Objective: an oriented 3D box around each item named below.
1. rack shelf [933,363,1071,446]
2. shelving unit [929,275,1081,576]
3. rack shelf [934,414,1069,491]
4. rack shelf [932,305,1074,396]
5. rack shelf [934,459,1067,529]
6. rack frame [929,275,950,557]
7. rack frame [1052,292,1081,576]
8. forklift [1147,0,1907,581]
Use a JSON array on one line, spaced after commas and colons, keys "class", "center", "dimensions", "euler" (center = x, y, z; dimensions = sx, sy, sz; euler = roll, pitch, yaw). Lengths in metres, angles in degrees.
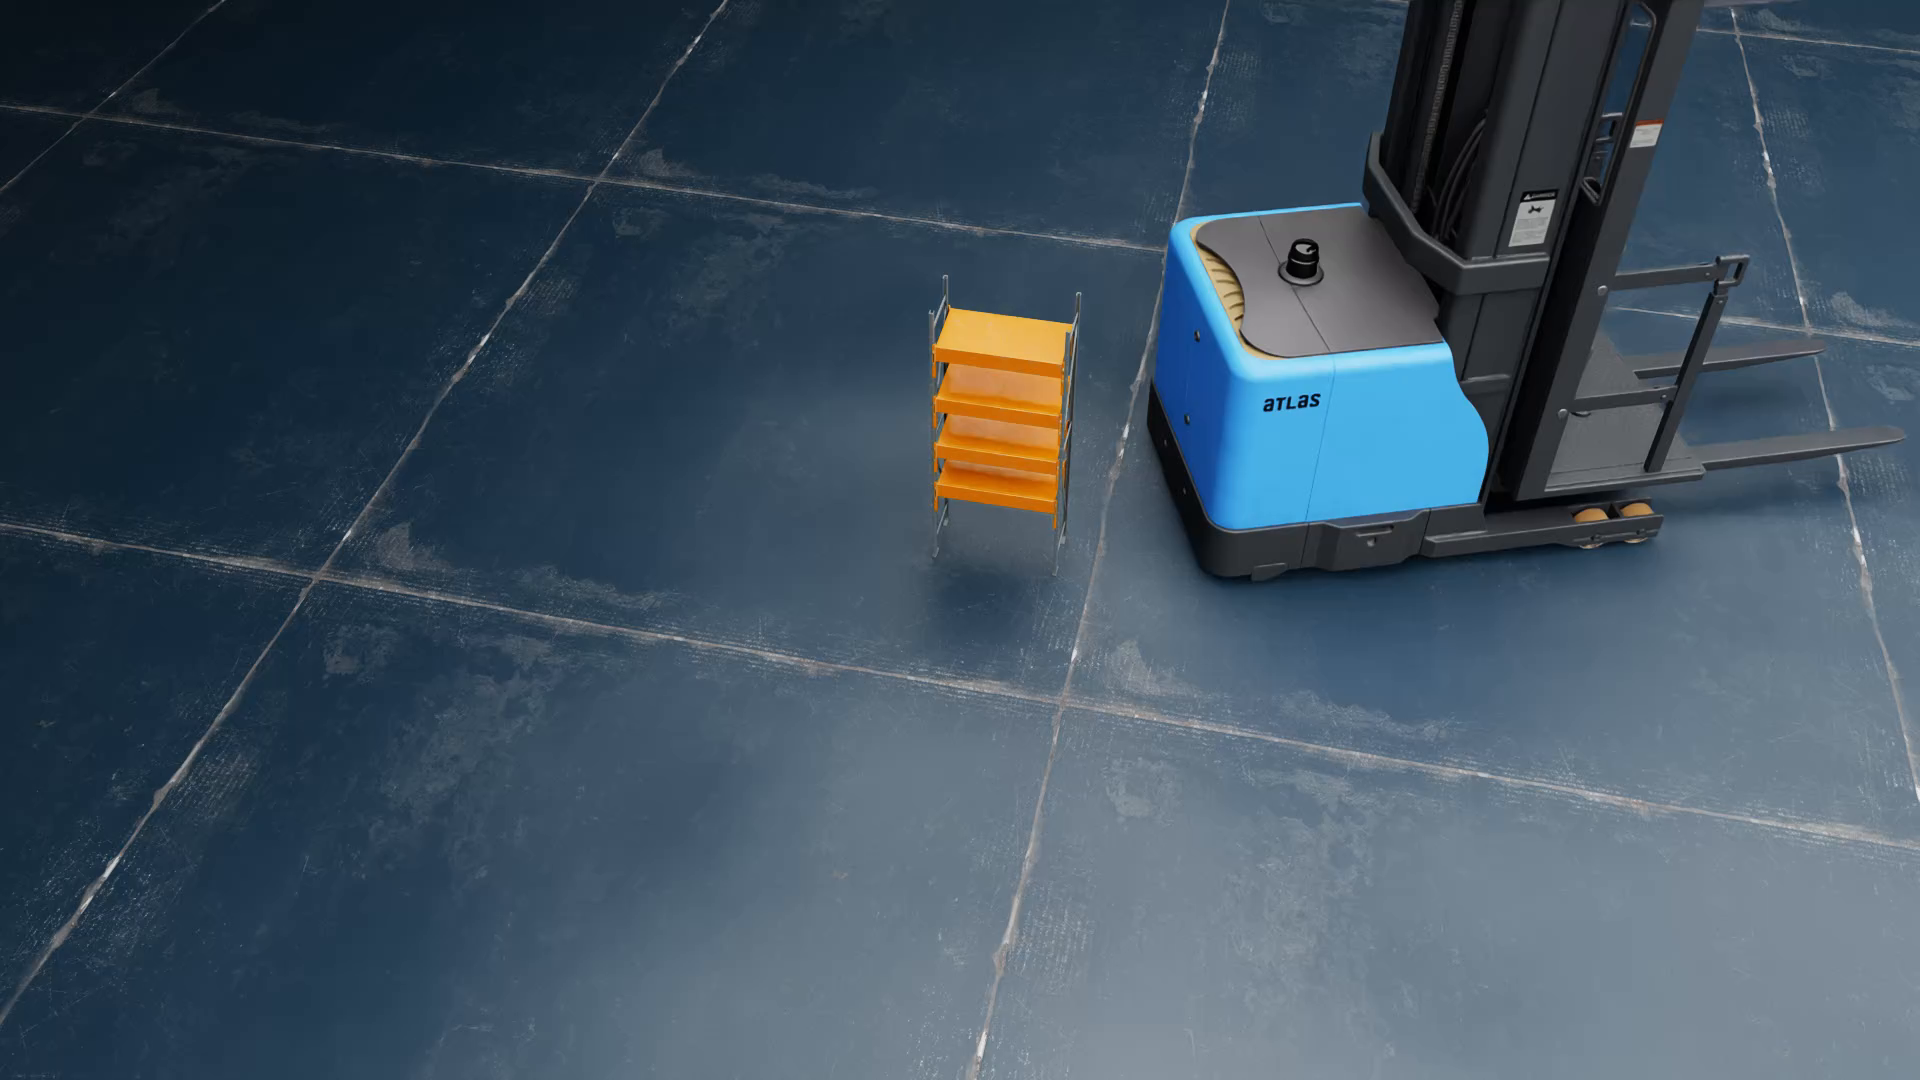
[{"class": "rack shelf", "center": [0.162, -0.520, 6.199], "dimensions": [0.480, 0.148, 0.258], "euler": [9, 45, 9]}, {"class": "shelving unit", "center": [0.162, -0.407, 6.308], "dimensions": [0.503, 1.200, 0.258], "euler": [9, 45, 9]}, {"class": "rack shelf", "center": [0.162, -0.359, 6.355], "dimensions": [0.480, 0.148, 0.258], "euler": [9, 45, 9]}, {"class": "rack shelf", "center": [0.162, -0.690, 6.035], "dimensions": [0.480, 0.148, 0.258], "euler": [9, 45, 9]}, {"class": "rack shelf", "center": [0.162, -0.216, 6.492], "dimensions": [0.480, 0.148, 0.258], "euler": [9, 45, 9]}, {"class": "rack frame", "center": [-0.077, -0.444, 6.346], "dimensions": [0.015, 1.200, 0.240], "euler": [9, 45, 9]}, {"class": "rack frame", "center": [0.400, -0.370, 6.269], "dimensions": [0.015, 1.200, 0.240], "euler": [9, 45, 9]}, {"class": "forklift", "center": [2.369, -1.379, 6.069], "dimensions": [3.031, 2.935, 1.130], "euler": [-7, 44, -7]}]
